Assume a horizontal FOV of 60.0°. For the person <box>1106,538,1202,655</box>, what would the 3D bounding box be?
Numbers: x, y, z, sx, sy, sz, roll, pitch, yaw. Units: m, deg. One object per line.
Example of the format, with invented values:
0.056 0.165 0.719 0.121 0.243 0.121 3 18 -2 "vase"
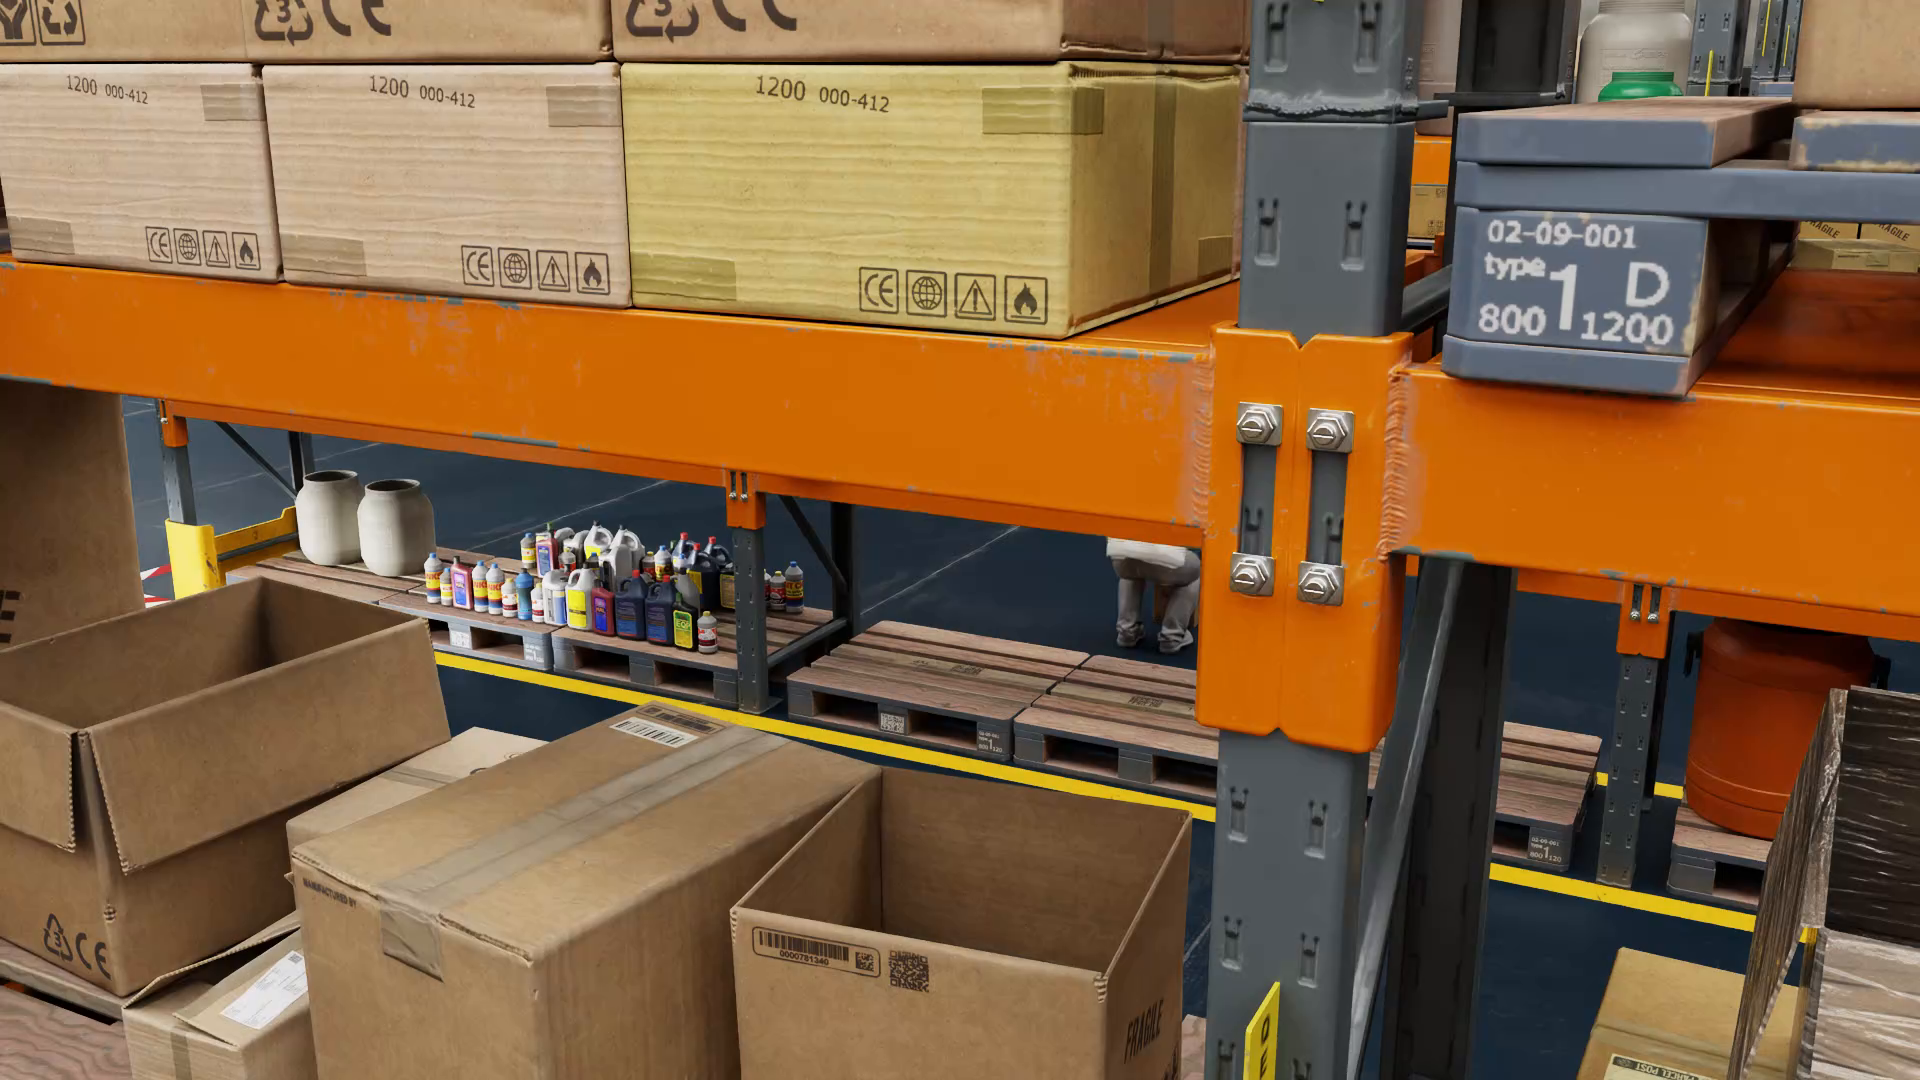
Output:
1.075 0.044 9.183 0.593 1.039 0.884 8 17 25 "person"
